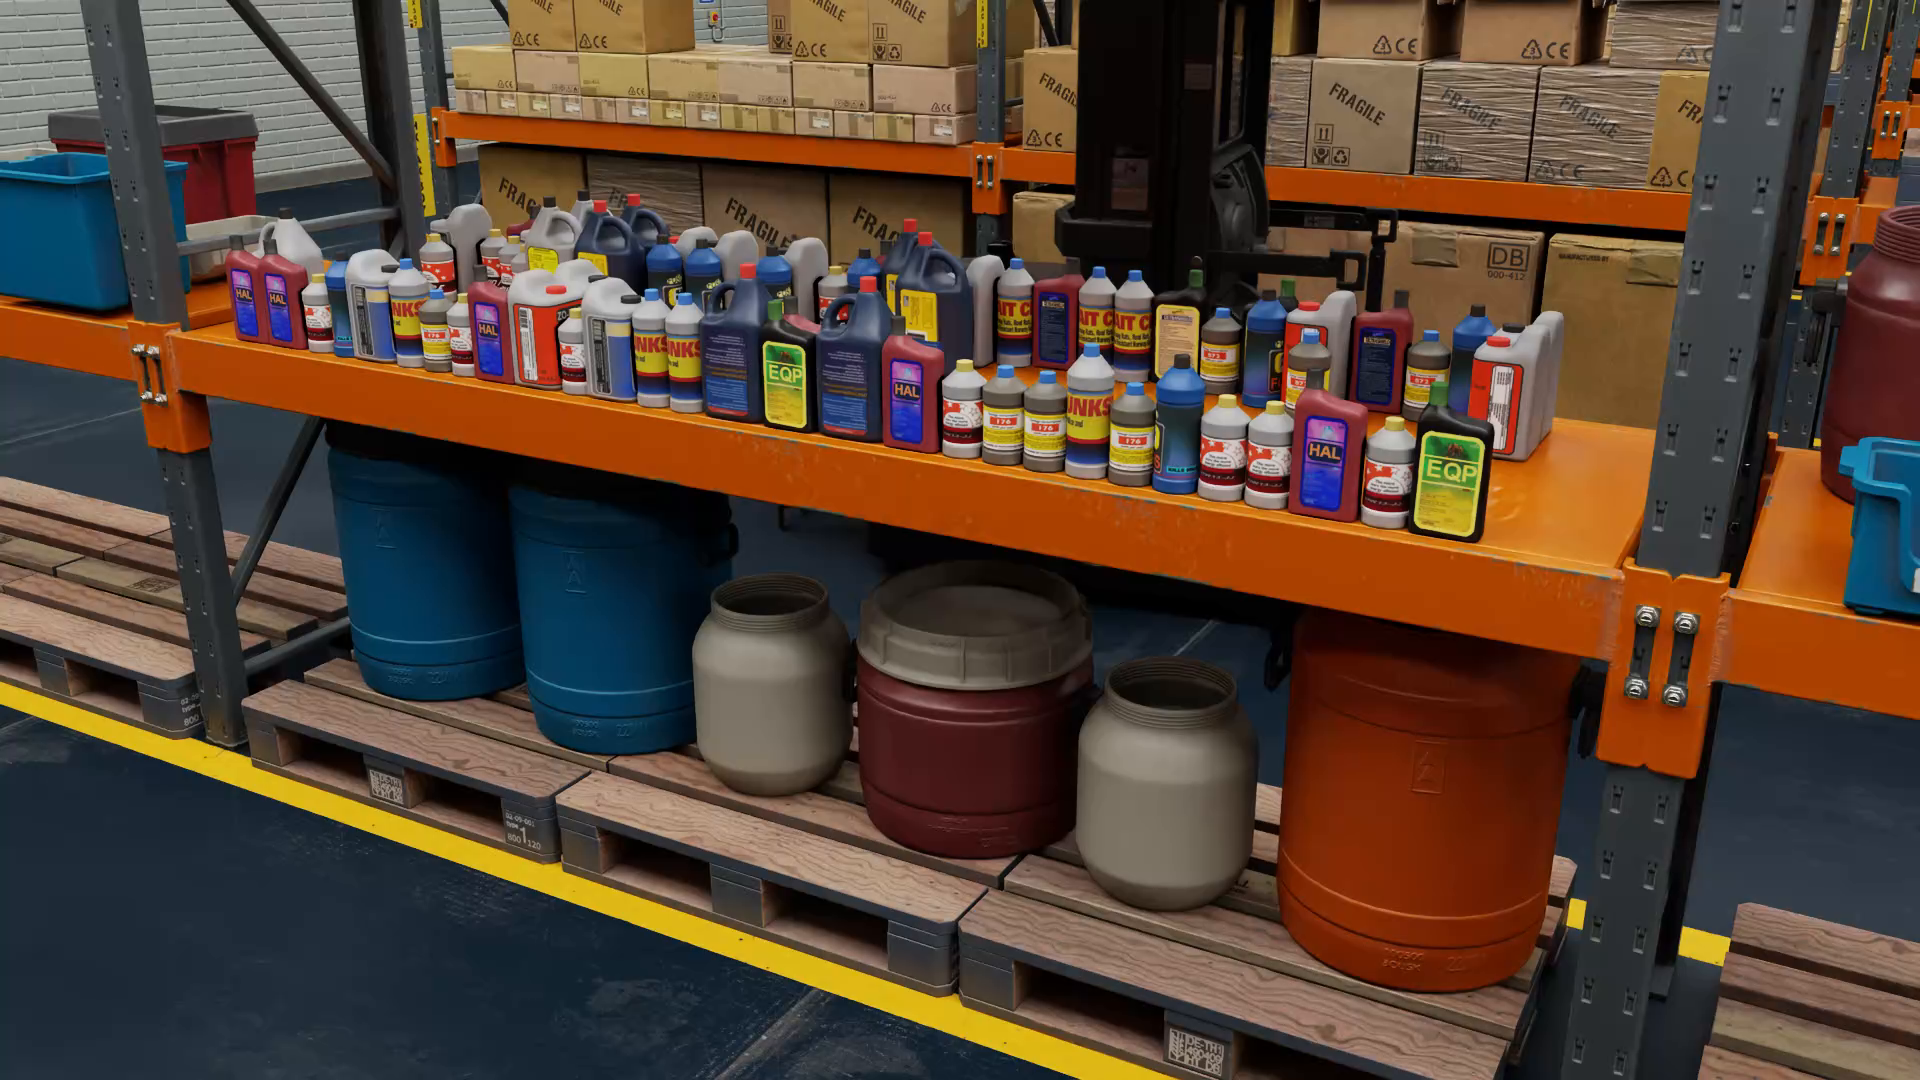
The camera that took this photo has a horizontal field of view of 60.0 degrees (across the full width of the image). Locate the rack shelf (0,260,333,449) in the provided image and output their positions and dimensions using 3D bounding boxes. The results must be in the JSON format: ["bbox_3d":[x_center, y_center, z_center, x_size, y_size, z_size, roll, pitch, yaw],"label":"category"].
[{"bbox_3d":[-3.779,-0.918,6.051,4.000,0.370,1.077,11,23,27],"label":"rack shelf"}]

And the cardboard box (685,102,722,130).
[{"bbox_3d":[-1.387,-2.489,9.696,0.250,0.149,0.380,11,23,28],"label":"cardboard box"}]

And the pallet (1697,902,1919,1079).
[{"bbox_3d":[2.117,1.193,3.266,1.213,0.211,1.003,11,23,27],"label":"pallet"}]

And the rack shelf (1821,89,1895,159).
[{"bbox_3d":[4.636,-3.187,12.306,4.000,0.370,1.077,11,23,27],"label":"rack shelf"}]

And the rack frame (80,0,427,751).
[{"bbox_3d":[-2.033,-0.923,5.011,0.127,3.000,1.000,11,23,27],"label":"rack frame"}]

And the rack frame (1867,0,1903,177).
[{"bbox_3d":[8.708,-4.683,15.375,0.127,3.000,1.000,11,23,27],"label":"rack frame"}]

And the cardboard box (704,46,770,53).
[{"bbox_3d":[-1.213,-2.876,10.179,0.500,0.250,0.500,11,23,27],"label":"cardboard box"}]

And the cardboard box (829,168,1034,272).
[{"bbox_3d":[-0.154,-1.730,9.735,0.875,0.875,0.875,11,23,27],"label":"cardboard box"}]

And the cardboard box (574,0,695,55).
[{"bbox_3d":[-1.930,-3.157,9.853,0.500,0.500,0.500,10,22,26],"label":"cardboard box"}]

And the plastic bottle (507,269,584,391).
[{"bbox_3d":[-1.006,-0.520,4.083,0.135,0.276,0.152,11,23,27],"label":"plastic bottle"}]

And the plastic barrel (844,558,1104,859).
[{"bbox_3d":[0.038,0.414,4.245,0.708,0.588,0.600,11,23,27],"label":"plastic barrel"}]

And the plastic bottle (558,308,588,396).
[{"bbox_3d":[-0.918,-0.458,4.020,0.097,0.201,0.097,0,20,0],"label":"plastic bottle"}]

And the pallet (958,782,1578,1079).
[{"bbox_3d":[0.751,0.934,3.980,1.213,0.211,1.003,11,23,27],"label":"pallet"}]

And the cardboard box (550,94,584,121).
[{"bbox_3d":[-2.284,-2.660,10.167,0.250,0.149,0.380,10,22,26],"label":"cardboard box"}]

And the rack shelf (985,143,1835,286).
[{"bbox_3d":[2.129,-1.727,8.282,4.000,0.370,1.077,11,23,27],"label":"rack shelf"}]

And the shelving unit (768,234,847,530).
[{"bbox_3d":[-0.484,-0.619,6.811,0.503,1.200,0.258,7,21,18],"label":"shelving unit"}]

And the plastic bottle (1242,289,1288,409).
[{"bbox_3d":[0.718,-0.452,3.901,0.097,0.271,0.097,0,20,0],"label":"plastic bottle"}]

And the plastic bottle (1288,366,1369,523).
[{"bbox_3d":[0.697,-0.182,3.138,0.133,0.283,0.061,11,23,27],"label":"plastic bottle"}]

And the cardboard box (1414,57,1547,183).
[{"bbox_3d":[2.436,-1.958,7.717,0.500,0.500,0.500,10,22,26],"label":"cardboard box"}]

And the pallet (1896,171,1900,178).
[{"bbox_3d":[9.389,-3.241,15.491,1.213,0.211,1.003,11,23,27],"label":"pallet"}]

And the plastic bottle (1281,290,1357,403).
[{"bbox_3d":[0.835,-0.445,3.874,0.135,0.276,0.152,11,23,27],"label":"plastic bottle"}]

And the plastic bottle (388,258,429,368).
[{"bbox_3d":[-1.407,-0.584,4.265,0.097,0.271,0.097,0,20,0],"label":"plastic bottle"}]

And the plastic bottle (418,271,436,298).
[{"bbox_3d":[-1.450,-0.619,4.463,0.097,0.201,0.097,0,20,0],"label":"plastic bottle"}]

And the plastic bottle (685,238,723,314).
[{"bbox_3d":[-0.699,-0.686,4.547,0.097,0.271,0.097,0,20,0],"label":"plastic bottle"}]

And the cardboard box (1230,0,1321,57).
[{"bbox_3d":[1.538,-2.695,8.278,0.637,0.503,0.797,11,23,28],"label":"cardboard box"}]

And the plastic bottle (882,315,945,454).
[{"bbox_3d":[-0.100,-0.333,3.557,0.133,0.283,0.061,11,23,27],"label":"plastic bottle"}]

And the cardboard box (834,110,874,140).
[{"bbox_3d":[-0.492,-2.318,9.226,0.250,0.149,0.380,10,22,26],"label":"cardboard box"}]

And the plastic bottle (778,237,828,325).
[{"bbox_3d":[-0.452,-0.690,4.550,0.135,0.276,0.152,11,23,27],"label":"plastic bottle"}]

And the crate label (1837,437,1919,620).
[{"bbox_3d":[1.644,0.002,2.705,0.416,0.233,0.303,11,23,27],"label":"crate label"}]

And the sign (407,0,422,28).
[{"bbox_3d":[-3.385,-3.343,10.296,0.005,0.325,0.100,11,23,27],"label":"sign"}]

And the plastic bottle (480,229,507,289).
[{"bbox_3d":[-1.416,-0.849,5.099,0.097,0.201,0.097,0,20,0],"label":"plastic bottle"}]

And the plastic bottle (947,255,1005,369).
[{"bbox_3d":[0.028,-0.598,4.298,0.135,0.276,0.152,11,23,27],"label":"plastic bottle"}]

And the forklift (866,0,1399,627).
[{"bbox_3d":[1.206,-1.248,6.006,3.031,2.935,1.130,7,21,18],"label":"forklift"}]

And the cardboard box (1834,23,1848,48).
[{"bbox_3d":[5.729,-3.358,11.040,0.250,0.149,0.380,11,23,28],"label":"cardboard box"}]

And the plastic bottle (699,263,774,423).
[{"bbox_3d":[-0.496,-0.457,3.798,0.185,0.351,0.144,11,23,27],"label":"plastic bottle"}]

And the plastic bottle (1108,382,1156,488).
[{"bbox_3d":[0.350,-0.216,3.354,0.097,0.201,0.097,0,20,0],"label":"plastic bottle"}]

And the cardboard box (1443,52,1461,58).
[{"bbox_3d":[2.247,-2.194,8.369,0.500,0.500,0.500,11,23,27],"label":"cardboard box"}]

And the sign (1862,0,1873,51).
[{"bbox_3d":[3.607,-2.111,6.588,0.005,0.325,0.100,11,23,27],"label":"sign"}]

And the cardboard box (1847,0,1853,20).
[{"bbox_3d":[6.069,-3.686,11.509,0.250,0.149,0.380,11,23,27],"label":"cardboard box"}]

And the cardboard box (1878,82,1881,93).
[{"bbox_3d":[10.651,-5.190,19.823,0.500,0.500,0.500,12,23,29],"label":"cardboard box"}]

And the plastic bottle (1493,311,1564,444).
[{"bbox_3d":[1.239,-0.368,3.662,0.135,0.276,0.152,11,23,27],"label":"plastic bottle"}]

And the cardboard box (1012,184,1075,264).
[{"bbox_3d":[0.951,-1.496,9.090,0.875,0.875,1.225,11,23,27],"label":"cardboard box"}]

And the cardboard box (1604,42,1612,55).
[{"bbox_3d":[4.610,-3.432,11.679,0.250,0.149,0.380,12,23,29],"label":"cardboard box"}]

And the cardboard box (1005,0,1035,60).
[{"bbox_3d":[0.089,-2.975,9.353,0.500,0.500,0.500,11,23,27],"label":"cardboard box"}]

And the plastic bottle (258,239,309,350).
[{"bbox_3d":[-1.804,-0.658,4.452,0.133,0.283,0.061,11,23,27],"label":"plastic bottle"}]

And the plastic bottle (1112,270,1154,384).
[{"bbox_3d":[0.430,-0.531,4.118,0.097,0.271,0.097,0,20,0],"label":"plastic bottle"}]

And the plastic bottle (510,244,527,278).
[{"bbox_3d":[-1.257,-0.759,4.851,0.097,0.201,0.097,0,20,0],"label":"plastic bottle"}]

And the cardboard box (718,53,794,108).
[{"bbox_3d":[-1.029,-2.632,9.507,0.500,0.250,0.500,11,23,28],"label":"cardboard box"}]

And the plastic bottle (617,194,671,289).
[{"bbox_3d":[-0.909,-0.814,4.782,0.185,0.351,0.144,11,23,27],"label":"plastic bottle"}]

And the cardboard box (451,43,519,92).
[{"bbox_3d":[-2.822,-2.972,10.443,0.500,0.250,0.500,10,22,26],"label":"cardboard box"}]
